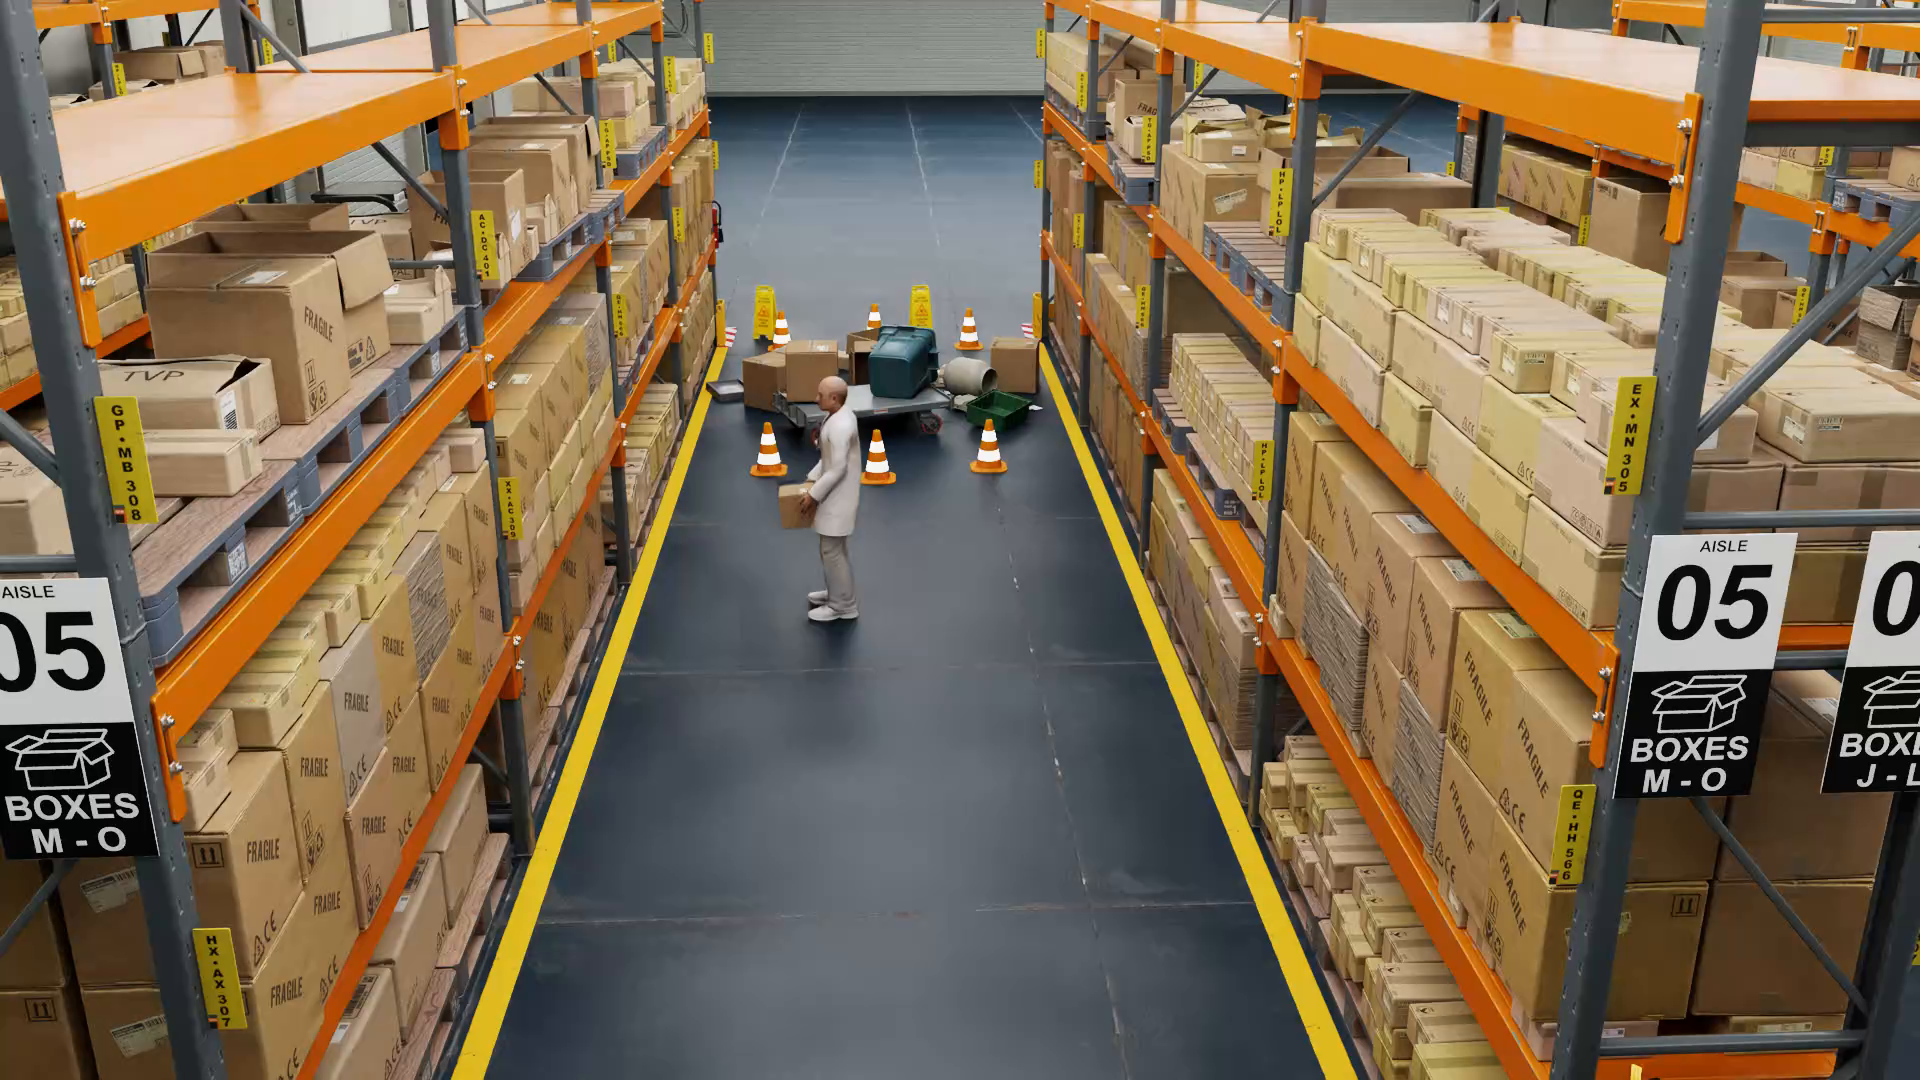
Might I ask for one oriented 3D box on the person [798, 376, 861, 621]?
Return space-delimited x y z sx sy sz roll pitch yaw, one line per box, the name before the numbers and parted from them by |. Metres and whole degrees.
person | -0.931 -0.307 11.925 0.455 1.782 0.577 -1 20 -4
